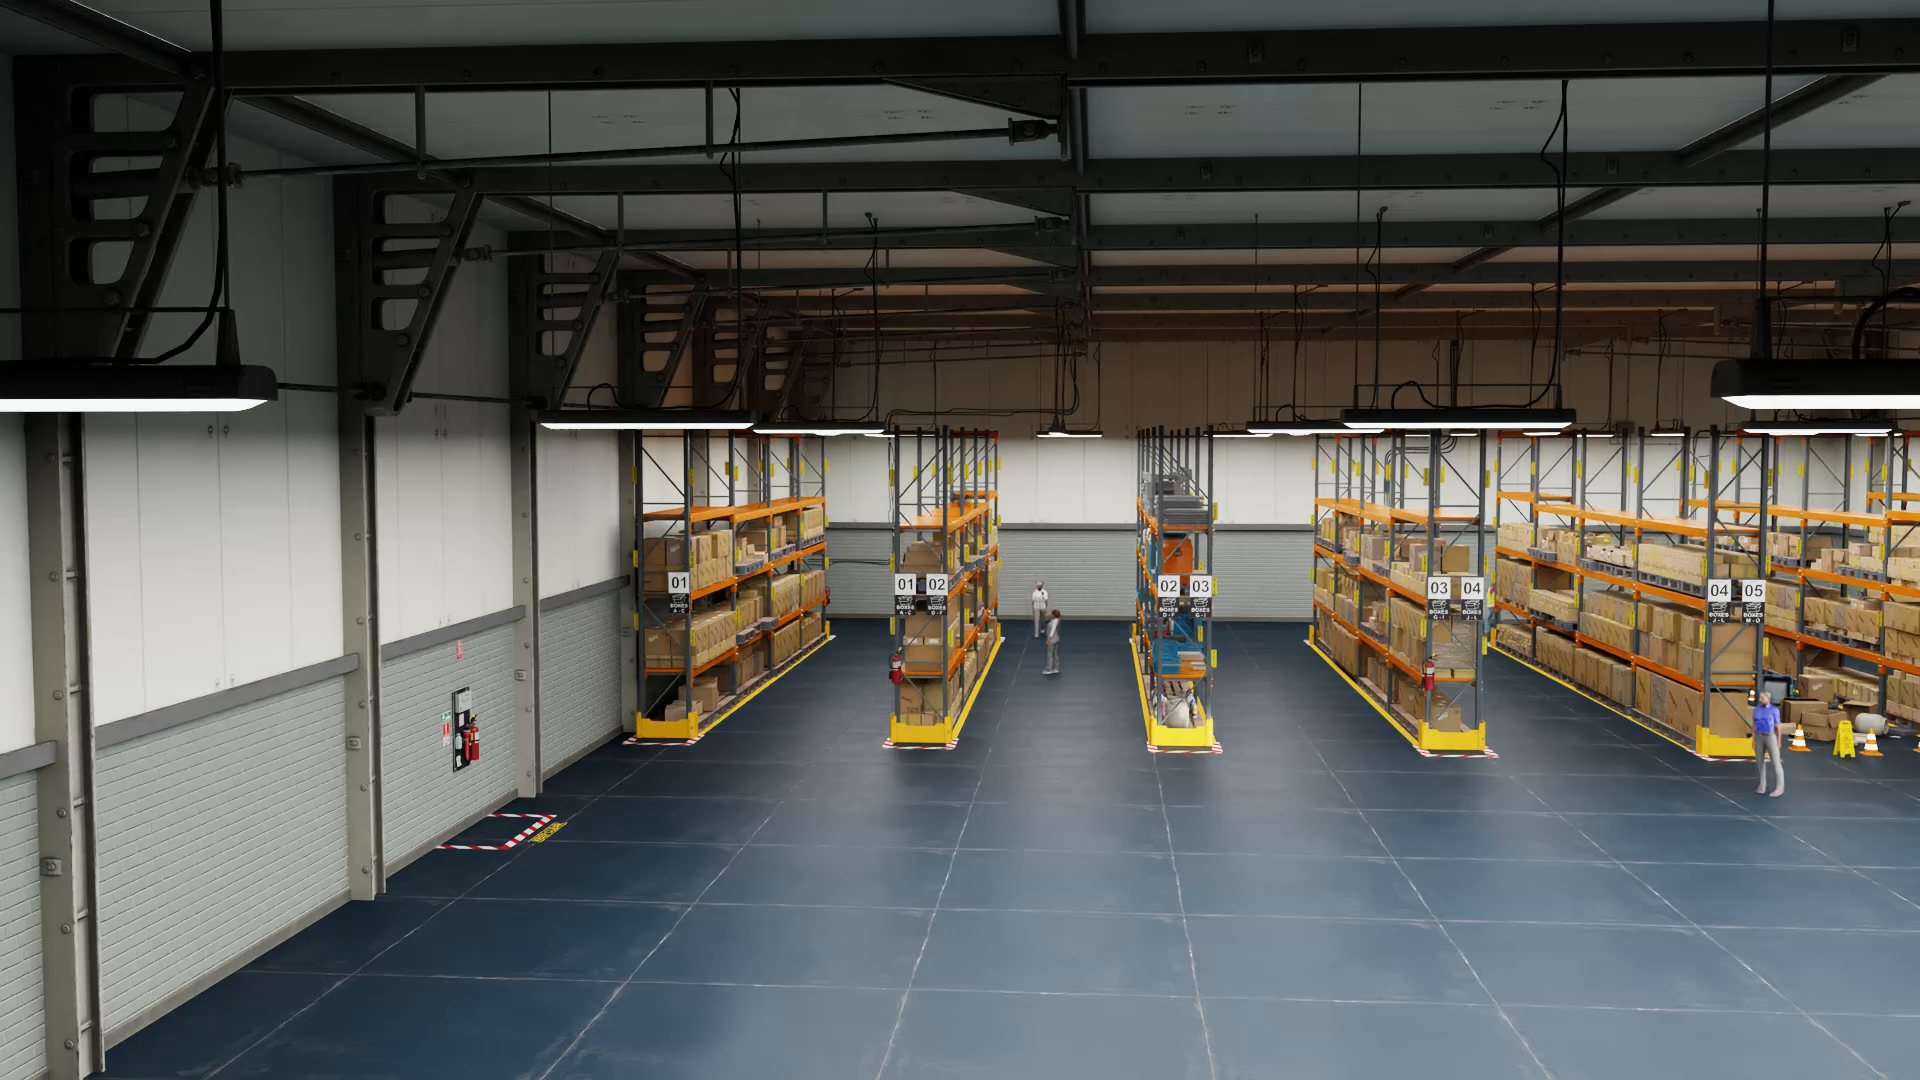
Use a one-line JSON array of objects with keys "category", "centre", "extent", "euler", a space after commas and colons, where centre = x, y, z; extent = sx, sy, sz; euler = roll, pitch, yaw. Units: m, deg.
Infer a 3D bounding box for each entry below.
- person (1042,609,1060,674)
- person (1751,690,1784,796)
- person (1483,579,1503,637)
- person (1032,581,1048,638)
[{"category": "person", "centre": [2.223, 2.488, 40.717], "extent": [0.414, 1.583, 0.489], "euler": [1, 4, 17]}, {"category": "person", "centre": [13.066, 3.274, 26.936], "extent": [0.387, 1.665, 0.555], "euler": [-3, 5, -41]}, {"category": "person", "centre": [15.469, 1.957, 48.207], "extent": [0.580, 1.717, 1.055], "euler": [3, 5, 41]}, {"category": "person", "centre": [2.314, 1.992, 48.306], "extent": [0.458, 1.642, 0.952], "euler": [0, 3, 0]}]
